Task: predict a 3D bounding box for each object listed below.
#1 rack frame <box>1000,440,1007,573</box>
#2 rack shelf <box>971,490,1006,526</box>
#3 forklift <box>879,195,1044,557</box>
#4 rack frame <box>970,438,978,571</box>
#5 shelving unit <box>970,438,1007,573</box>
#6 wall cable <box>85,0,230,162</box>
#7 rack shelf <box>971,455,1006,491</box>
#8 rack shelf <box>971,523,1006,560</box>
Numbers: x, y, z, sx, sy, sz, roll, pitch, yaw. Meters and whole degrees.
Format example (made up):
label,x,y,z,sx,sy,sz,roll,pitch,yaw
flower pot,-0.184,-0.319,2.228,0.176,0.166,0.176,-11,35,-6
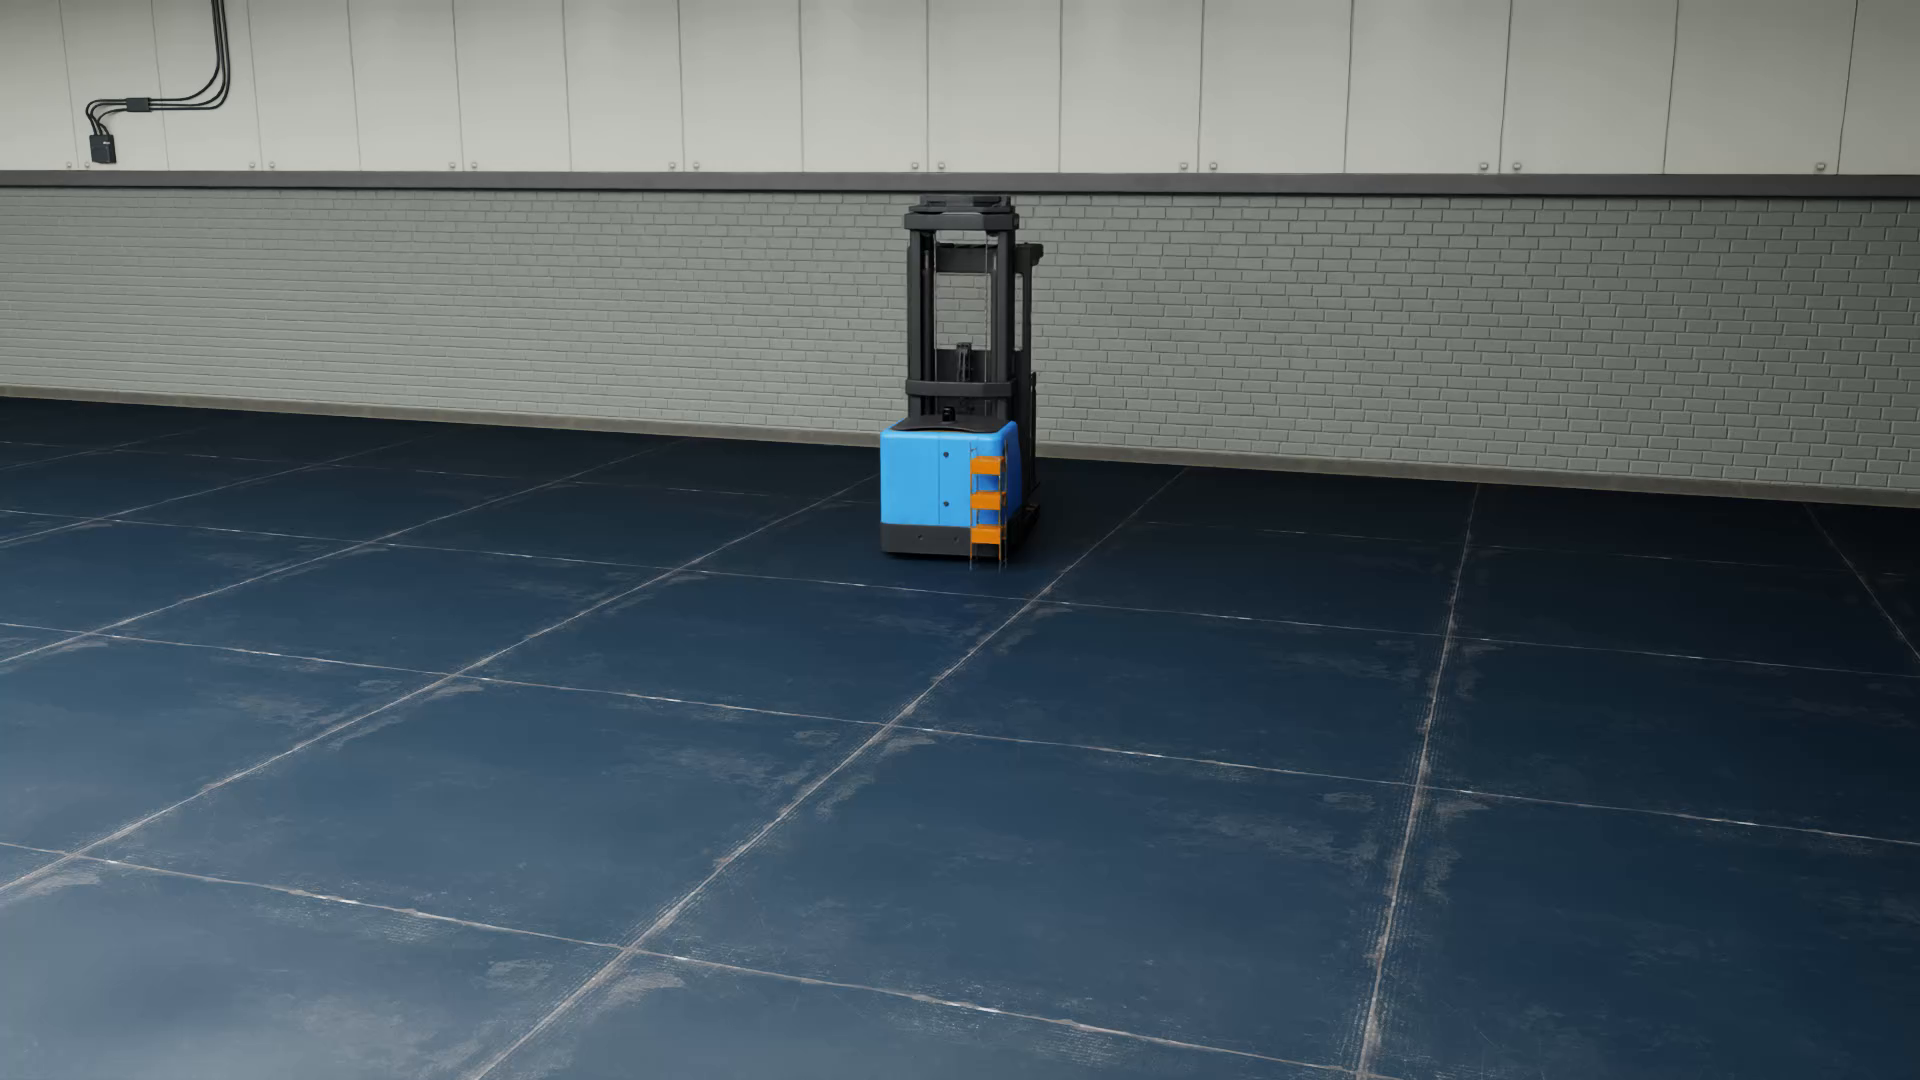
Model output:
label,x,y,z,sx,sy,sz,roll,pitch,yaw
rack frame,0.347,-0.268,13.297,0.008,1.050,0.200,3,13,16
rack shelf,0.230,-0.265,13.333,0.240,0.259,0.215,3,13,16
forklift,0.130,-1.570,14.779,1.130,2.935,3.031,3,13,11
rack frame,0.113,-0.282,13.363,0.008,1.050,0.200,3,13,16
shelving unit,0.230,-0.275,13.330,0.252,1.050,0.215,3,13,16
wall cable,-10.307,-7.813,20.855,2.305,6.003,0.169,4,14,18
rack shelf,0.228,-0.542,13.270,0.240,0.259,0.215,3,13,16
rack shelf,0.232,0.006,13.394,0.240,0.259,0.215,3,13,16
